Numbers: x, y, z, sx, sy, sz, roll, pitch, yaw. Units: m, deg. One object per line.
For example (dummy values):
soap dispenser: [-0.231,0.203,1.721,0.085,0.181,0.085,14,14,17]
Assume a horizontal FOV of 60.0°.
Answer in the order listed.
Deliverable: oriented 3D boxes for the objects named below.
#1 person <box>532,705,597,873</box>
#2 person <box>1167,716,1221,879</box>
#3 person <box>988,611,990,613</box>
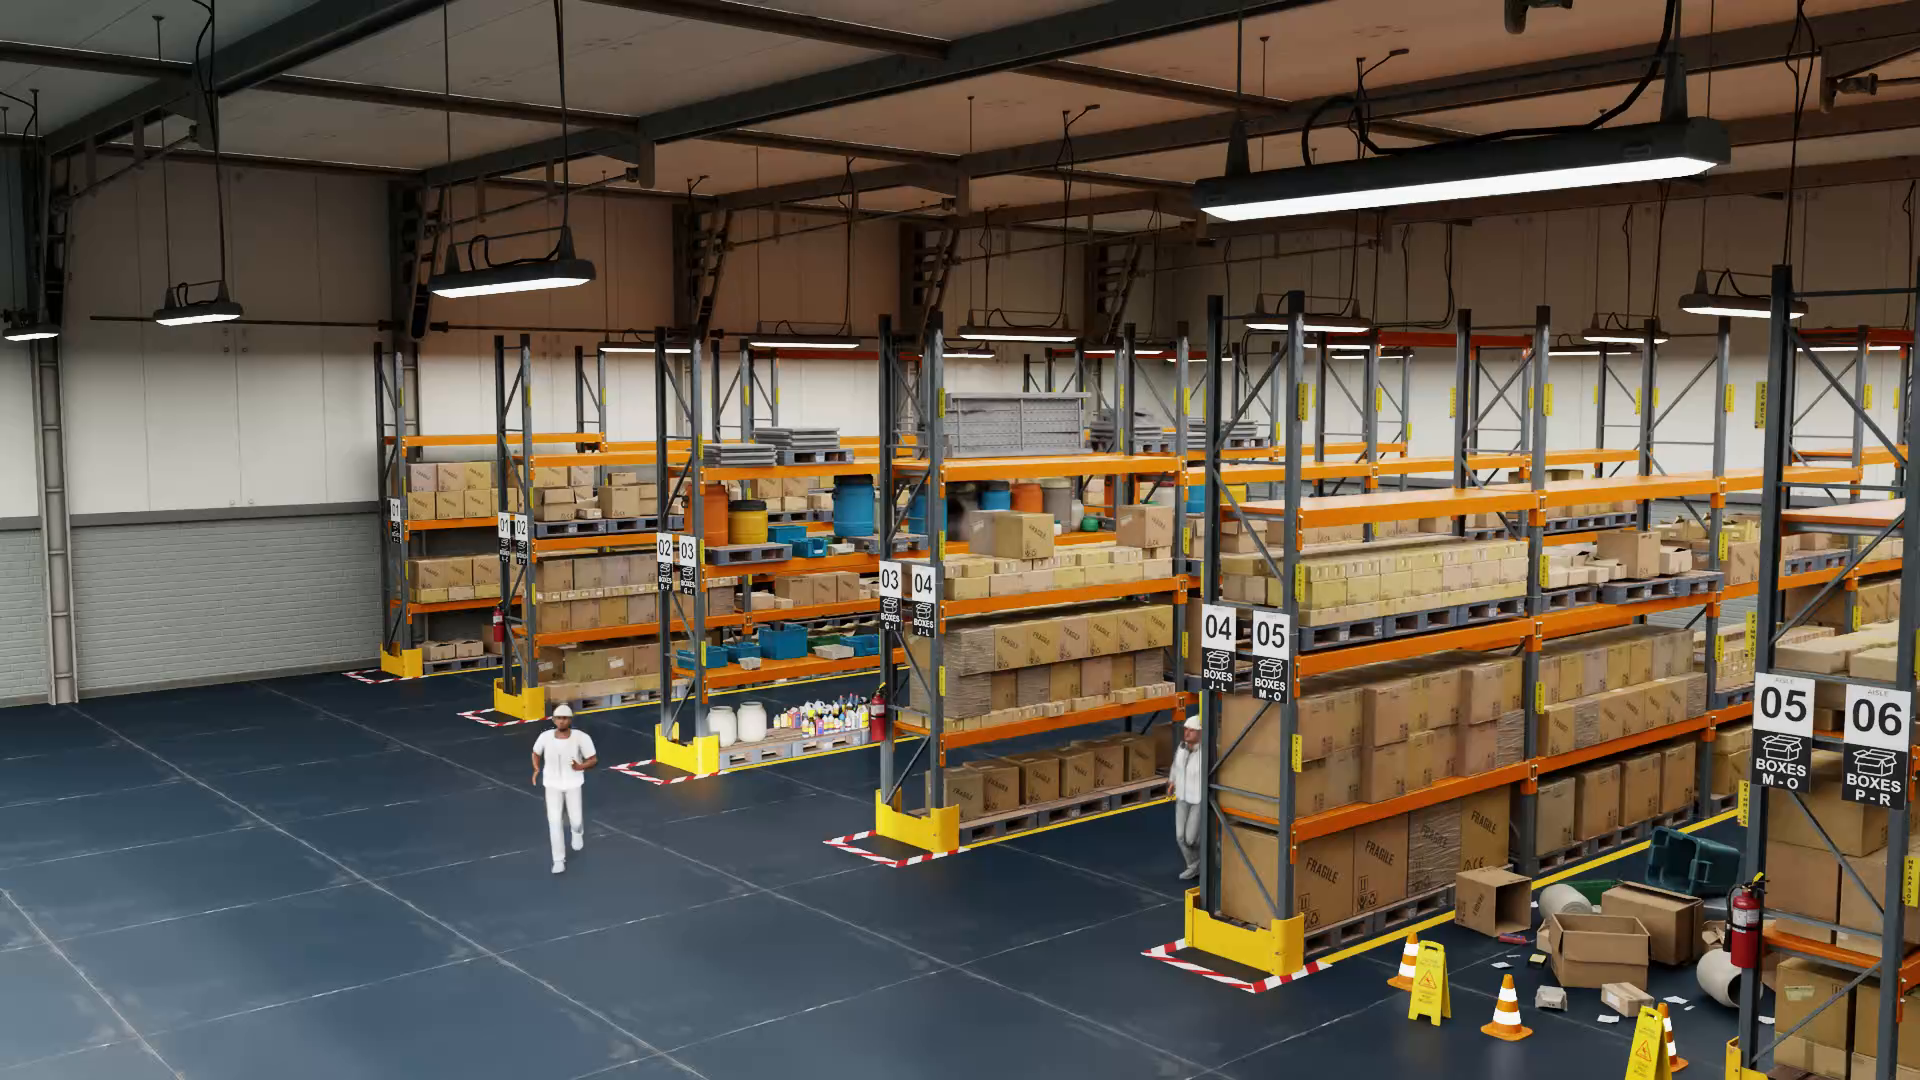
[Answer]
person: [-4.285,2.651,17.987,0.713,1.747,0.931,-1,5,-7]
person: [2.486,2.713,17.517,0.692,1.731,0.599,5,7,44]
person: [0.659,1.741,28.472,0.627,1.696,0.656,-4,7,-40]
